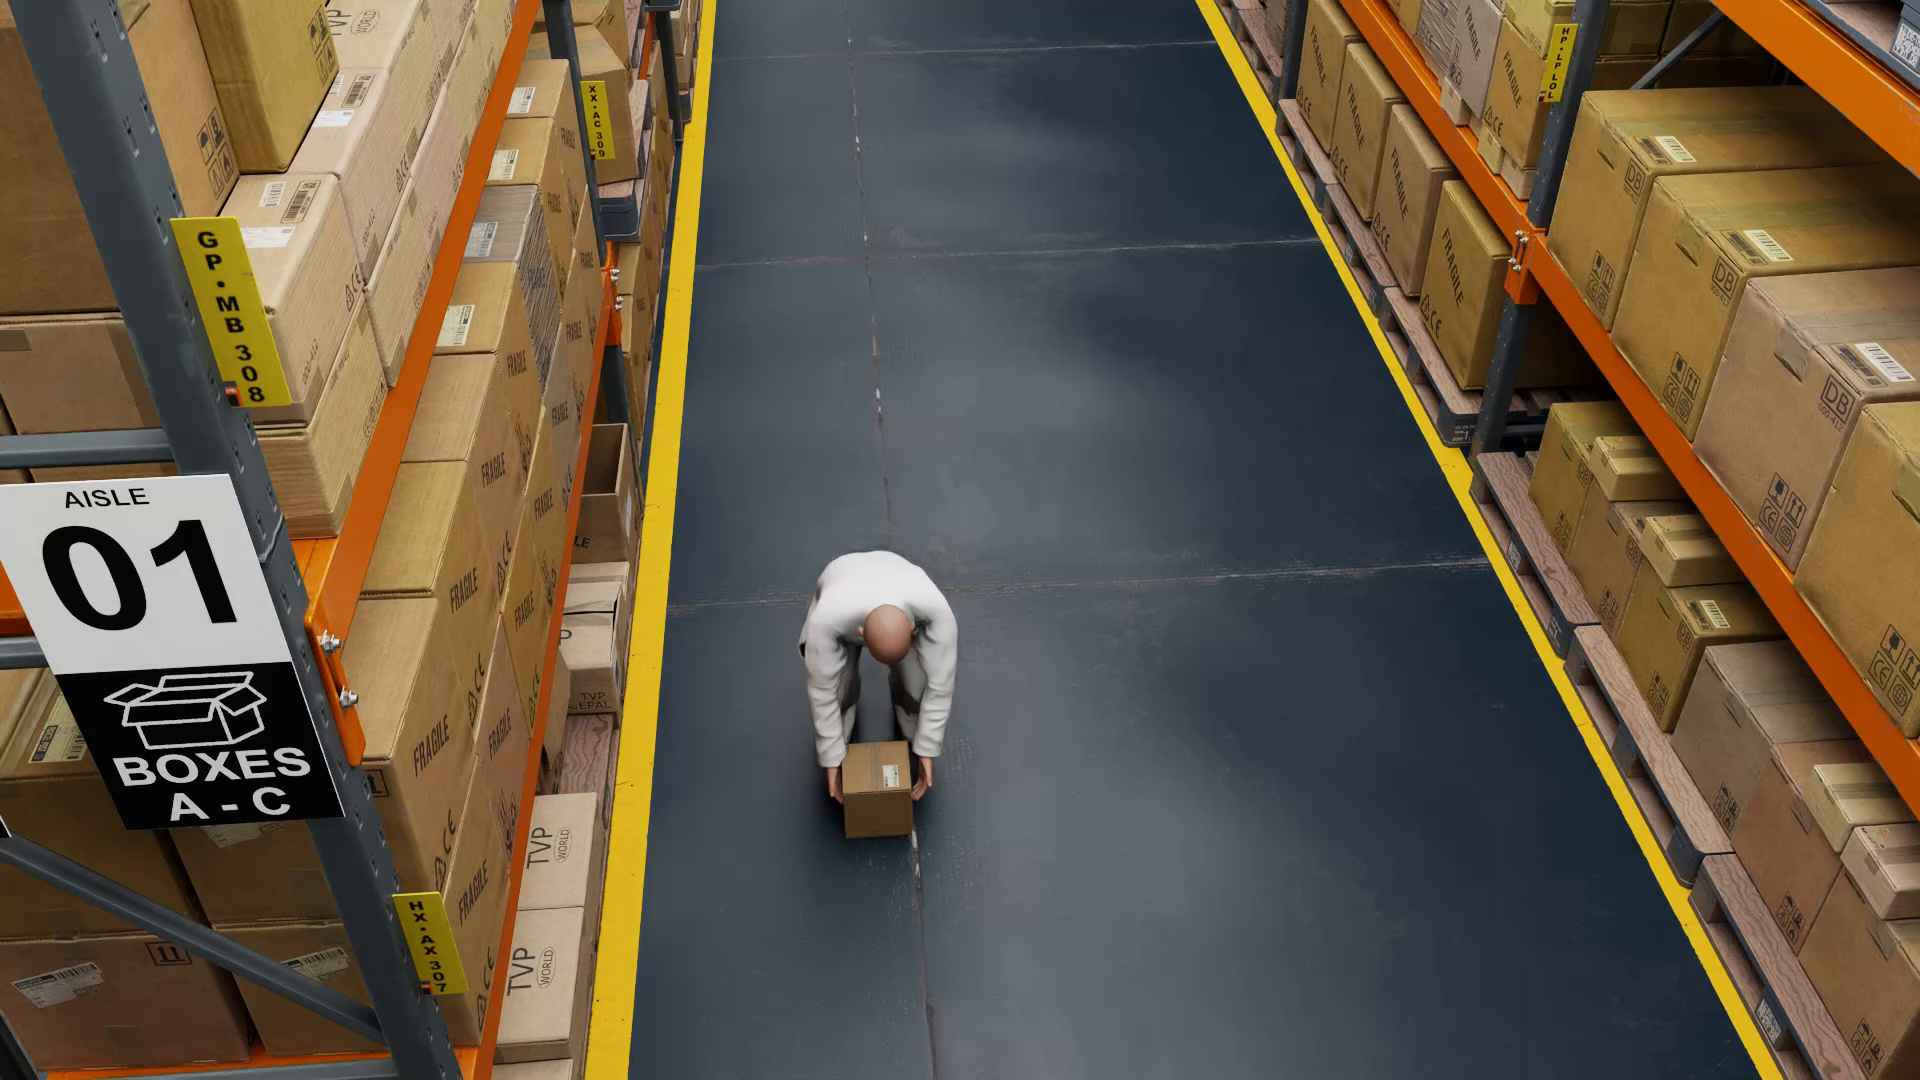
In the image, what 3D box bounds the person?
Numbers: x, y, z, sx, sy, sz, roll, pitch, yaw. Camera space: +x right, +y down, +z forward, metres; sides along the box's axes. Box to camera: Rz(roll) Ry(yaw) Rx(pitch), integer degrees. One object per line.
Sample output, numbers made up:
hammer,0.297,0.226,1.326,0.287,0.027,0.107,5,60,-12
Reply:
person,-0.315,0.427,6.299,0.609,0.947,0.913,-1,39,-2
